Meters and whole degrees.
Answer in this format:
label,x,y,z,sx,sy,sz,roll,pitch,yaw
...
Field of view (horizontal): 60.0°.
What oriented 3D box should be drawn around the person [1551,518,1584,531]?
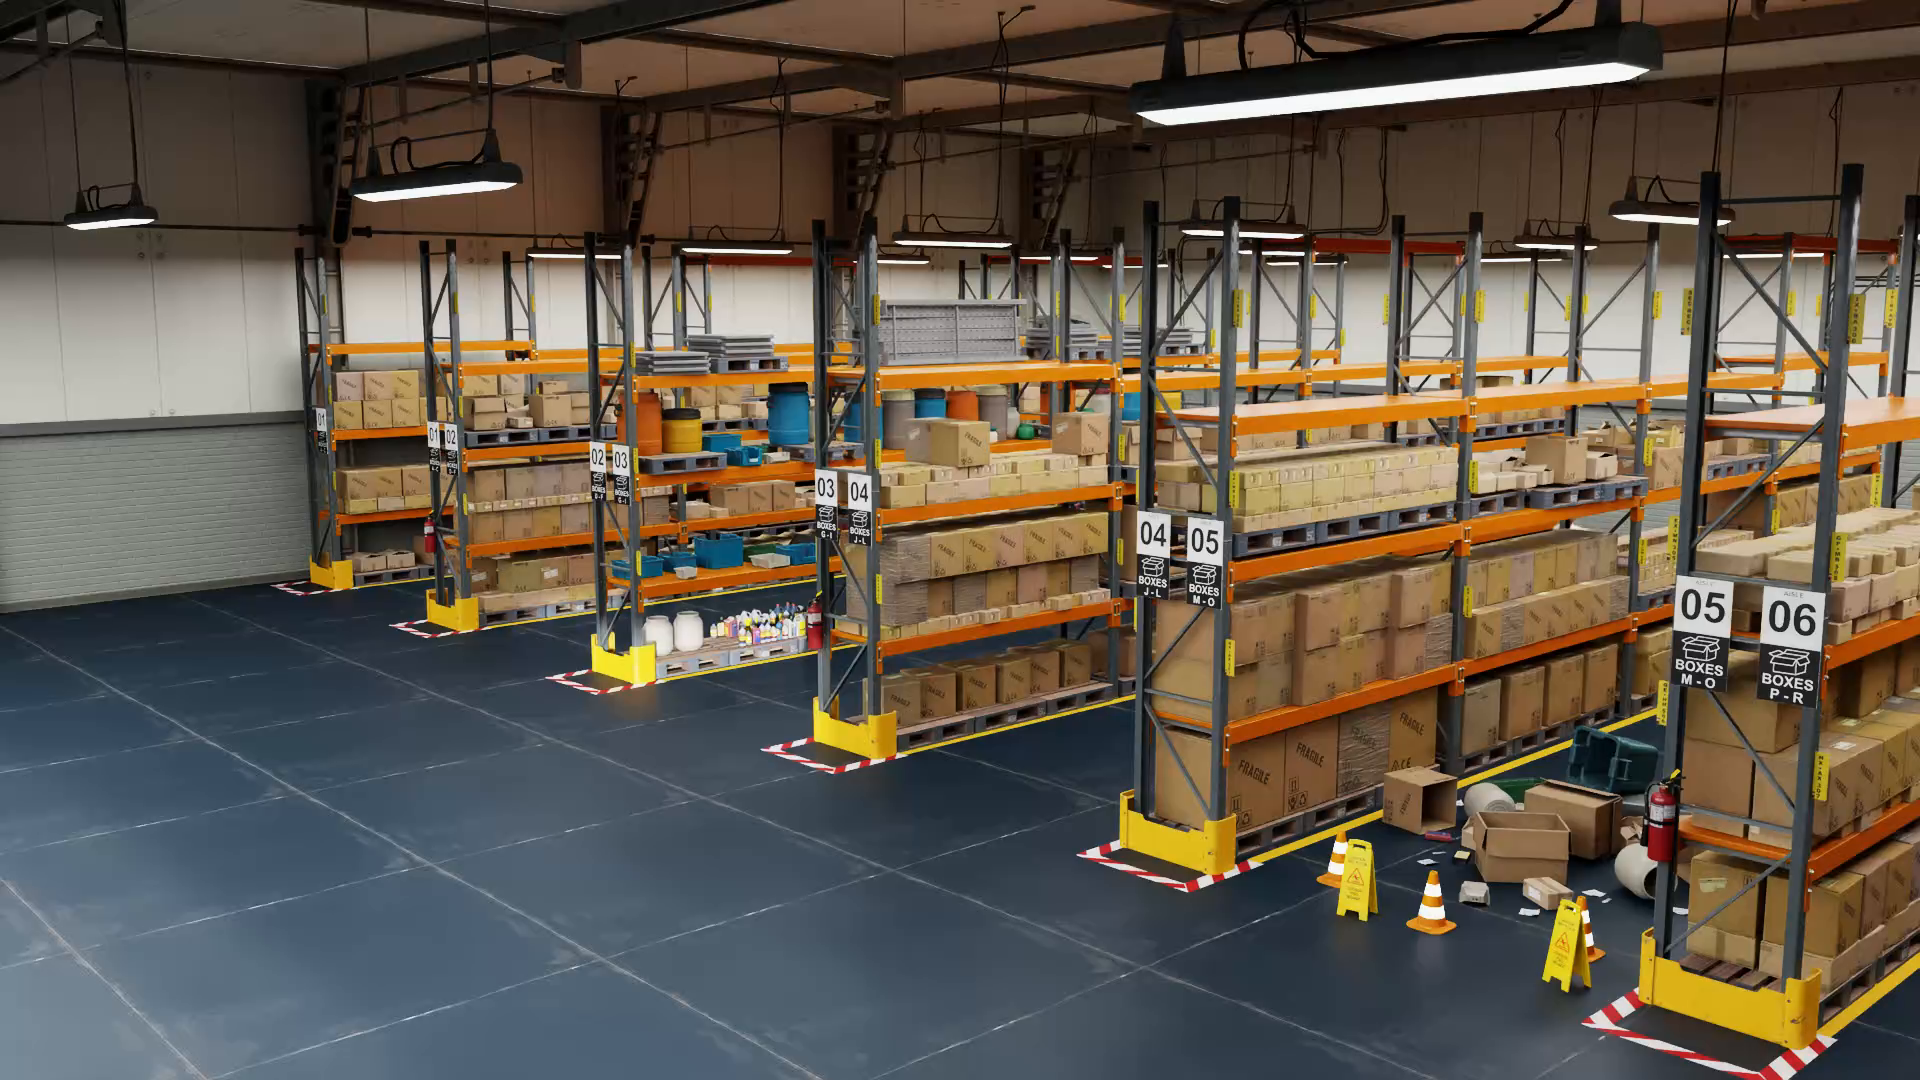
label,x,y,z,sx,sy,sz,roll,pitch,yaw
person,9.772,0.384,26.841,0.706,1.765,0.880,8,11,42
